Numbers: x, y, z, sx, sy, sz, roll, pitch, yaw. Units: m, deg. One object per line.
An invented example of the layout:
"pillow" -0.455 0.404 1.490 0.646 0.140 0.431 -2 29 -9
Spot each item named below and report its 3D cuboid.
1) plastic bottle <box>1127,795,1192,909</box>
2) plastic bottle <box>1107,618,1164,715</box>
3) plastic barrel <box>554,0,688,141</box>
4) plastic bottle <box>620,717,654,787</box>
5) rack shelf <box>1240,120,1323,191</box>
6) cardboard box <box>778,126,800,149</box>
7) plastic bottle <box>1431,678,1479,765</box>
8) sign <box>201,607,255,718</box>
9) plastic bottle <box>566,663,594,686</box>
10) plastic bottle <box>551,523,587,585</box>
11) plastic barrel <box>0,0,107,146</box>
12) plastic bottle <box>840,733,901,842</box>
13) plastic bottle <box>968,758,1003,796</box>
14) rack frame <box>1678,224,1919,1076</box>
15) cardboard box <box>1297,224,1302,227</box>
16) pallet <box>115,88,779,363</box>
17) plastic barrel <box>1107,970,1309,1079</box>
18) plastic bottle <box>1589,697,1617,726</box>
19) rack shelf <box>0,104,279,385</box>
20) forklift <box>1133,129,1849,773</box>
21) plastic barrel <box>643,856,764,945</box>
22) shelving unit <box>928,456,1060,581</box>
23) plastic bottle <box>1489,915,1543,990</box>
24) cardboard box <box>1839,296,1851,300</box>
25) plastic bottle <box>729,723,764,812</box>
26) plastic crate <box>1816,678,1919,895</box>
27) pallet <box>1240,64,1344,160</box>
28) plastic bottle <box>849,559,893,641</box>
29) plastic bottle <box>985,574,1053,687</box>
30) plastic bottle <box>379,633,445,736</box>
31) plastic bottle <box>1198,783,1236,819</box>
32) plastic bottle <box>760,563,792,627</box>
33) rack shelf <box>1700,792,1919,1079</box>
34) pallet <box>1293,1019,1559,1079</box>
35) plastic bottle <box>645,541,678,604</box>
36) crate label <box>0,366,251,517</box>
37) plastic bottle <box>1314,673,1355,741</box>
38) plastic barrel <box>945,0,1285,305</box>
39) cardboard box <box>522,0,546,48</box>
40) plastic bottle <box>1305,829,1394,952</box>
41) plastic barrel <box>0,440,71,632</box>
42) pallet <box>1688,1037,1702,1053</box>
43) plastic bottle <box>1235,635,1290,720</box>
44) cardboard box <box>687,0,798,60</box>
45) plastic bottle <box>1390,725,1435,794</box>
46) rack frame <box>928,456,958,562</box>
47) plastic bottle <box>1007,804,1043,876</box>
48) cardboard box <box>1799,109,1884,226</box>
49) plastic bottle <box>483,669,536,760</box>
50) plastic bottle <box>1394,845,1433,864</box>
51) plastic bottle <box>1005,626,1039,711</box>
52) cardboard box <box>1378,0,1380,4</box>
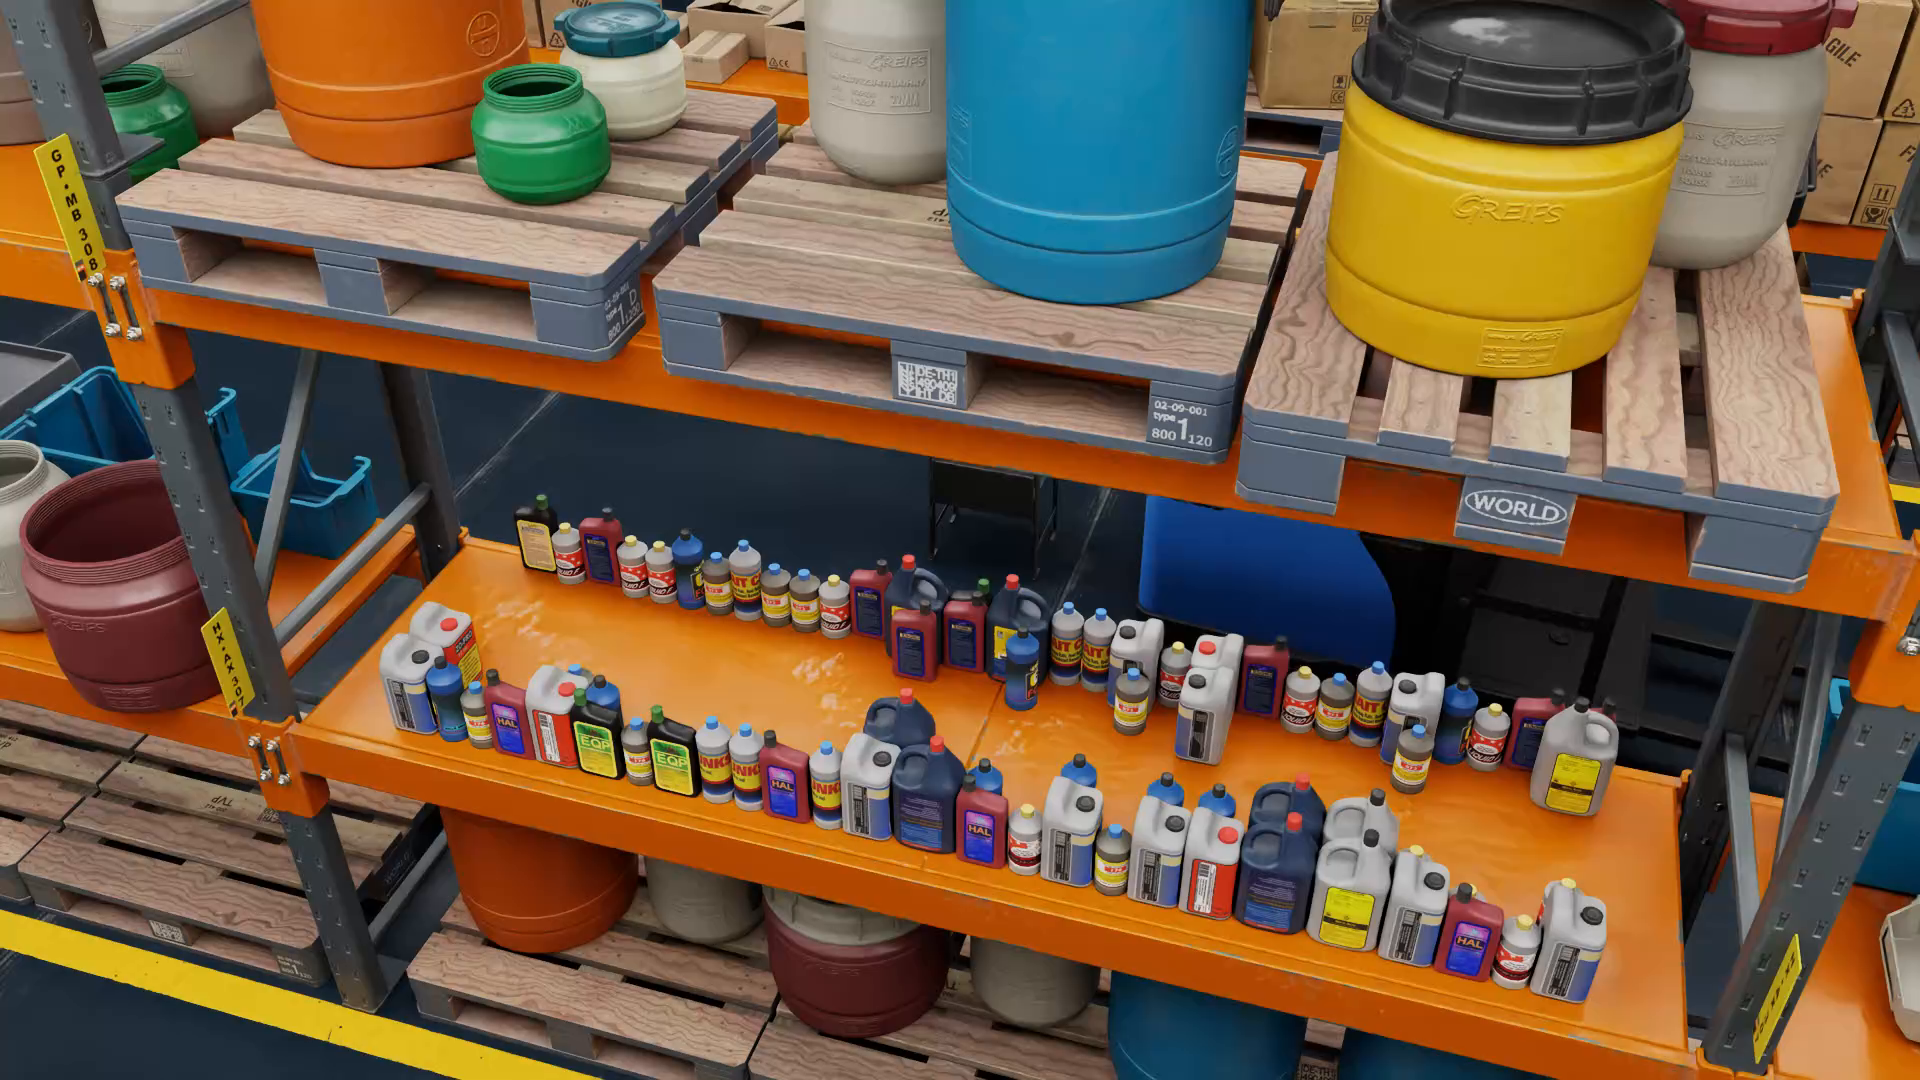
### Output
"plastic bottle" 0.514 0.788 4.253 0.135 0.276 0.152 10 38 14
"plastic bottle" 0.512 0.350 4.848 0.135 0.276 0.152 10 38 14
"plastic barrel" -0.806 -1.119 3.972 0.301 0.262 0.301 0 36 0
"plastic bottle" -0.885 0.576 4.604 0.097 0.201 0.097 0 36 0
"rack shelf" 1.517 -2.063 8.630 4.000 0.370 1.077 10 38 14
"cardboard box" -0.805 -2.253 9.773 0.500 0.311 0.500 12 38 15
"plastic bottle" 1.387 0.497 4.652 0.097 0.271 0.097 0 36 0
"sign" -2.030 0.342 4.617 0.005 0.325 0.100 10 38 14
"plastic bottle" -1.095 0.443 4.786 0.097 0.201 0.097 0 36 0
"plastic bottle" -1.255 0.036 5.338 0.097 0.201 0.097 0 36 0
"plastic barrel" -2.592 -1.582 4.416 0.600 0.901 0.600 0 36 0
"plastic bottle" -0.233 0.650 4.441 0.135 0.276 0.152 10 38 14
"plastic bottle" 0.065 0.686 4.396 0.097 0.271 0.097 0 36 0
"rack frame" 1.945 0.802 4.129 0.127 3.000 1.000 10 38 14
"cardboard box" 2.049 -1.574 9.096 0.500 0.500 0.500 11 38 14
"pallet" -1.172 -0.846 3.998 1.213 0.211 1.003 10 38 14
"plastic barrel" 0.755 1.247 4.941 0.708 0.901 0.600 10 38 14
"plastic bottle" 1.722 0.543 4.580 0.133 0.283 0.061 10 38 14
"rack shelf" -3.782 -1.176 4.894 4.000 0.370 1.077 10 38 14
"forklift" 2.292 -0.588 6.076 3.031 2.935 1.130 14 39 18
"plastic barrel" -0.835 1.054 5.532 0.421 0.512 0.421 0 36 0
"shelving unit" 0.158 -0.816 7.088 0.503 2.100 0.431 10 38 14
"plastic bottle" 1.354 0.991 4.041 0.097 0.201 0.097 0 36 0
"cardboard box" 4.770 -1.021 8.504 0.500 0.311 0.500 10 38 14
"plastic bottle" -0.572 0.606 4.505 0.097 0.271 0.097 0 36 0
"plastic crate" 2.492 0.674 4.266 0.575 0.384 0.392 10 38 14
"pallet" 1.465 -2.288 8.490 1.213 0.211 1.003 10 38 14
"plastic bottle" -0.269 0.175 5.081 0.133 0.283 0.061 10 38 14
"plastic bottle" 0.175 0.255 4.914 0.185 0.351 0.144 10 38 14
"plastic bottle" -1.556 0.405 4.774 0.135 0.276 0.152 10 38 14
"plastic bottle" 0.662 0.740 4.323 0.097 0.271 0.097 0 36 0
"plastic bottle" -0.570 0.163 5.165 0.097 0.201 0.097 0 36 0
"rack shelf" 3.854 1.446 3.862 4.000 0.370 1.077 10 38 14
"pallet" 1.221 1.766 5.173 1.213 0.211 1.003 10 38 14
"plastic bottle" -0.942 0.094 5.259 0.097 0.201 0.097 0 36 0
"crate label" -2.741 -0.247 5.526 0.616 0.435 0.502 10 38 14
"plastic bottle" 1.072 0.467 4.752 0.097 0.201 0.097 0 36 0
"plastic barrel" 0.270 -0.992 3.259 0.708 0.901 0.600 10 38 14
"cardboard box" -2.501 -3.127 9.384 0.500 0.500 0.500 11 38 14
"plastic bottle" 0.970 0.845 4.113 0.185 0.351 0.144 10 38 14
"plastic barrel" -2.918 -0.011 5.140 0.421 0.512 0.421 0 36 0
"pallet" 2.659 2.034 4.809 1.213 0.211 1.003 10 38 14
"plastic bottle" 0.875 0.386 4.793 0.133 0.283 0.061 10 38 14
"cardboard box" -1.188 -2.938 9.287 0.500 0.311 0.500 10 38 13
"plastic bottle" 1.248 0.594 4.580 0.097 0.201 0.097 0 36 0
"rack frame" -0.075 -0.860 7.146 0.015 2.100 0.400 10 38 14
"plastic bottle" 0.174 0.772 4.338 0.097 0.201 0.097 0 36 0
"cardboard box" 3.831 -1.796 7.575 0.500 0.500 0.500 11 38 15
"plastic bottle" -1.256 0.486 4.658 0.133 0.283 0.061 10 38 14
"plastic bottle" 1.143 0.857 4.222 0.097 0.201 0.097 0 36 0
"plastic bottle" 0.180 0.363 4.834 0.097 0.271 0.097 0 36 0
"cardboard box" 2.365 -2.505 8.184 0.500 0.500 0.700 16 39 21
